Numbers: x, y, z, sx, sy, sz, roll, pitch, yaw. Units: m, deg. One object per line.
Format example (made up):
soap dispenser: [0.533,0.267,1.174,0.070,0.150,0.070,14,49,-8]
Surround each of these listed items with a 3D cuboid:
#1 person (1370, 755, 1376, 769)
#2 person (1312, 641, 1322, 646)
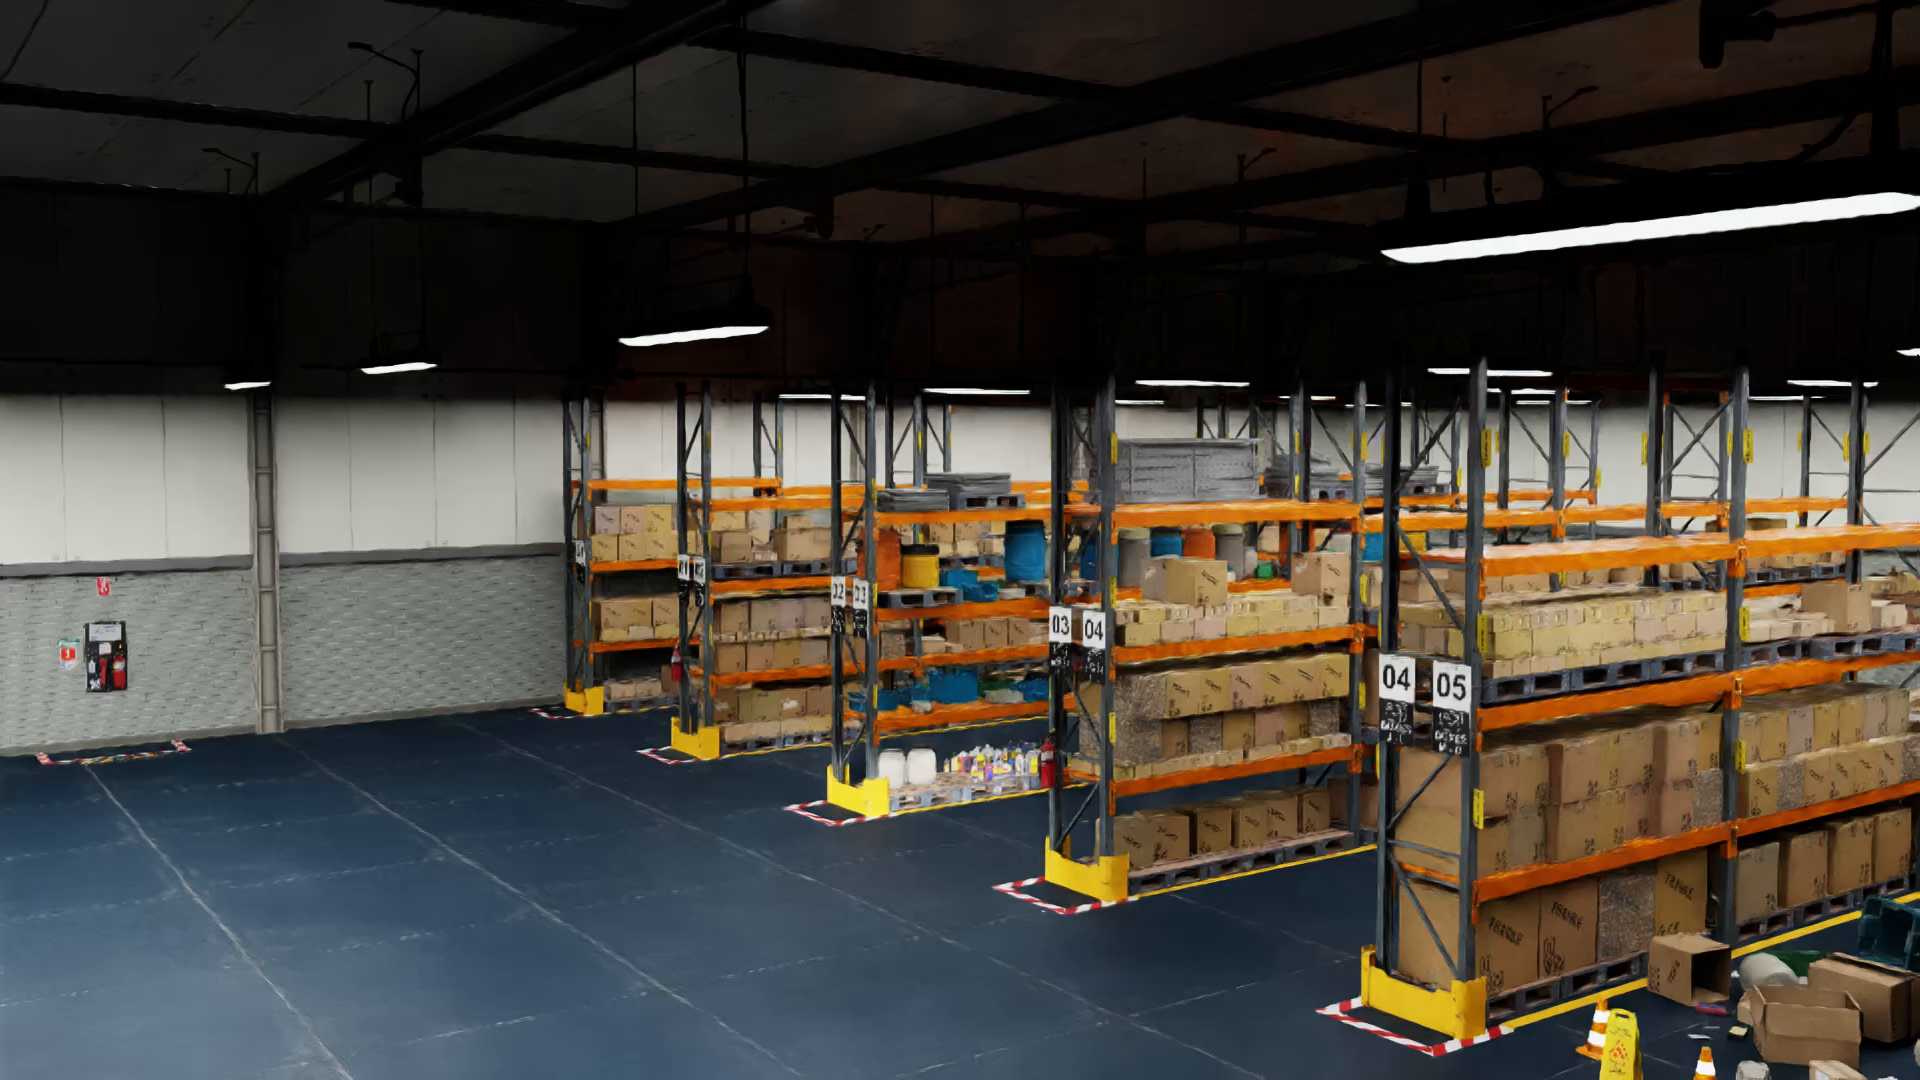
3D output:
person: [6.156,2.697,24.337,0.664,1.785,0.581,-1,4,-10]
person: [8.116,1.912,37.539,0.551,1.671,0.473,-2,4,-33]
